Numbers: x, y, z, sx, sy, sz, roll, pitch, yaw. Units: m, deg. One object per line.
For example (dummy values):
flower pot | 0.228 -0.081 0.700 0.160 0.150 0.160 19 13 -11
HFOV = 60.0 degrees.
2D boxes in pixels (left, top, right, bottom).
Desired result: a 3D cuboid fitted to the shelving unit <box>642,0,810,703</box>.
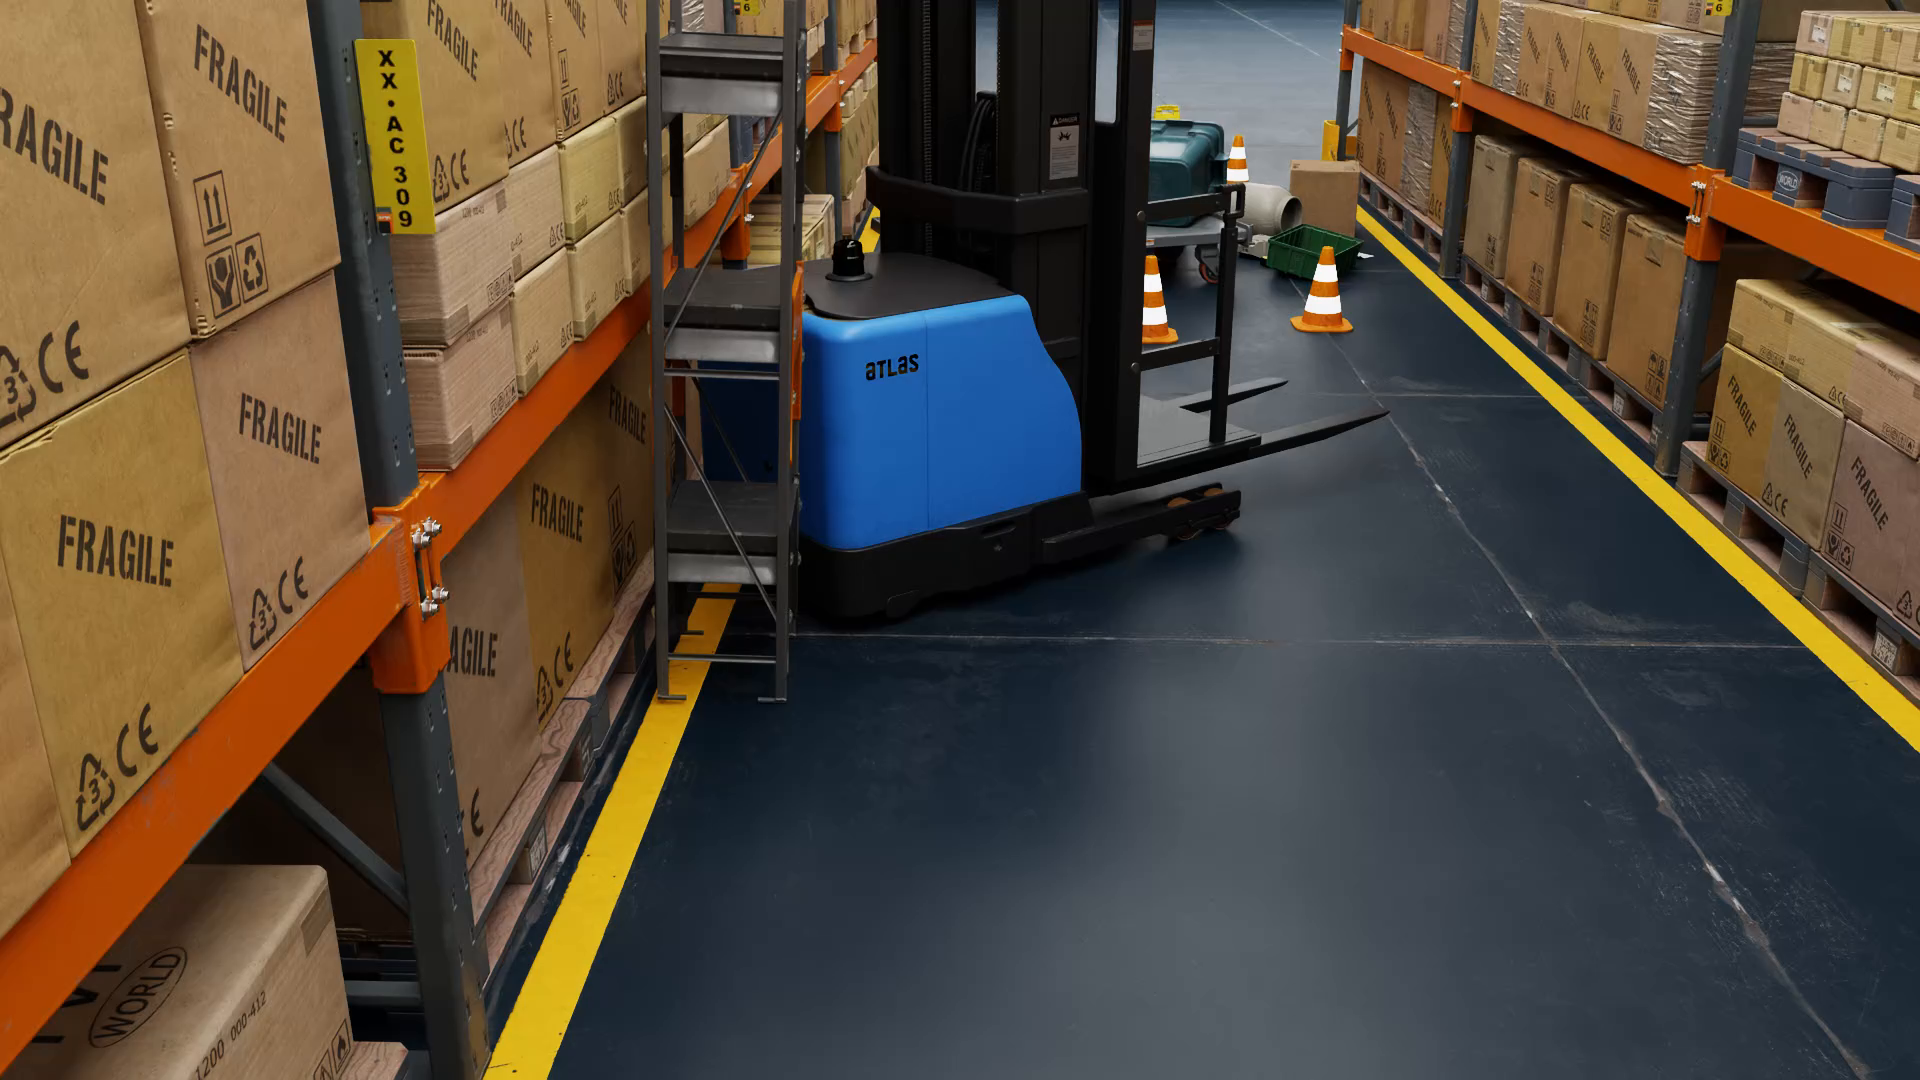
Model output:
shelving unit | -0.699 -0.565 5.051 0.431 2.100 0.503 2 21 -3

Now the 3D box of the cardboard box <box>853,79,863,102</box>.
cardboard box | -0.906 -3.249 12.044 0.380 0.149 0.250 2 21 5

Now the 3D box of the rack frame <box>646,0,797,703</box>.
rack frame | -0.691 -0.476 4.824 0.400 2.100 0.015 2 21 -3

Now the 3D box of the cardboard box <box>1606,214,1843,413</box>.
cardboard box | 3.661 -1.047 7.611 1.050 0.750 0.750 0 21 1

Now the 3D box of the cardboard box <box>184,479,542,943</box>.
cardboard box | -1.581 0.317 3.922 0.875 0.875 0.875 1 21 3

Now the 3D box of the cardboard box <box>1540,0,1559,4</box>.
cardboard box | 3.651 -3.275 9.301 0.700 0.500 0.500 0 21 1

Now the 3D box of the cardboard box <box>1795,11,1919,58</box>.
cardboard box | 3.344 -1.871 6.148 0.380 0.149 0.250 1 21 2

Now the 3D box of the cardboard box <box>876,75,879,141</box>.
cardboard box | -0.919 -3.563 13.748 0.500 0.500 0.500 1 21 2

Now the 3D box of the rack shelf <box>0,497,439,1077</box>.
rack shelf | -1.581 0.806 1.300 1.077 0.370 4.000 1 21 2

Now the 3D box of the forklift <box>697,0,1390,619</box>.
forklift | 0.502 -1.502 6.348 3.031 2.935 1.130 -15 26 -34

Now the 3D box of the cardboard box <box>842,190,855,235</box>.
cardboard box | -0.989 -2.270 11.452 0.500 0.250 0.500 0 21 -1

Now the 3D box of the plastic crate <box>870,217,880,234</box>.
plastic crate | -0.410 -2.343 12.457 0.402 0.080 0.583 -7 22 -17

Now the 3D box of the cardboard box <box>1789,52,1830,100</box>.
cardboard box | 3.337 -1.726 6.186 0.380 0.149 0.250 2 21 4

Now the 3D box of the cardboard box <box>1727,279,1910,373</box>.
cardboard box | 3.289 -0.815 6.320 0.500 0.250 0.500 0 21 -1

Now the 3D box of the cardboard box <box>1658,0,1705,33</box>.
cardboard box | 3.590 -2.539 7.405 0.700 0.500 0.500 0 21 1

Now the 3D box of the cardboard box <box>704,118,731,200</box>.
cardboard box | -1.154 -1.443 6.310 0.500 0.250 0.500 0 21 0

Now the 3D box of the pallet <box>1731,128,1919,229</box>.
pallet | 3.637 -1.333 6.083 1.213 0.211 1.003 1 21 2

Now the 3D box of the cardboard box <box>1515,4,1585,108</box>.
cardboard box | 3.356 -2.624 9.006 0.500 0.500 0.500 1 21 1

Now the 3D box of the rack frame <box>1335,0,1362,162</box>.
rack frame | 3.796 -4.574 14.170 1.000 3.000 0.127 1 21 2

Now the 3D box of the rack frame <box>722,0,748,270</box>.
rack frame | -1.399 -1.699 6.761 1.000 3.000 0.127 1 21 2

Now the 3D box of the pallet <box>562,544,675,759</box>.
pallet | -1.538 0.325 5.399 1.003 0.211 1.213 1 21 2

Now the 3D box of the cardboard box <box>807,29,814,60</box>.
cardboard box | -1.018 -2.754 9.247 0.380 0.149 0.250 1 21 2

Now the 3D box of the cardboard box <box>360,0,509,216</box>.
cardboard box | -1.219 -0.922 3.237 0.500 0.500 0.500 1 21 2

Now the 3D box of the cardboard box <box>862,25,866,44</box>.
cardboard box | -0.922 -3.874 12.713 0.380 0.149 0.250 0 21 1

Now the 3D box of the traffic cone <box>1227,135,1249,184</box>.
traffic cone | 2.360 -3.215 14.174 0.336 0.463 0.334 1 21 2

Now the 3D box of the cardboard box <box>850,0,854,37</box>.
cardboard box | -0.993 -3.668 11.287 0.500 0.500 0.500 1 21 1

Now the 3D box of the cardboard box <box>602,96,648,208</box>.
cardboard box | -1.182 -1.126 4.800 0.500 0.250 0.500 0 21 0

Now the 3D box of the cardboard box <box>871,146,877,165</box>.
cardboard box | -0.935 -3.023 13.394 0.500 0.250 0.500 1 21 2

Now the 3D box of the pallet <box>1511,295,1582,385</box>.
pallet | 3.691 -1.105 9.086 1.003 0.211 1.213 1 21 2

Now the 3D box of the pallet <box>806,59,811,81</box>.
pallet | -1.446 -2.781 9.815 1.003 0.211 1.213 1 21 2

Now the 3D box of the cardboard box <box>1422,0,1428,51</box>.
cardboard box | 3.801 -3.724 11.772 0.875 0.550 0.550 1 21 2

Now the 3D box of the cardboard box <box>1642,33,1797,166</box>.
cardboard box | 3.298 -1.894 7.124 0.500 0.500 0.500 1 21 2

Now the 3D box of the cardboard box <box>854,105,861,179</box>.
cardboard box | -0.985 -2.813 11.816 0.500 0.500 0.500 1 21 4

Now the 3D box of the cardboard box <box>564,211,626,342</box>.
cardboard box | -1.197 -0.711 4.423 0.500 0.250 0.500 0 21 1

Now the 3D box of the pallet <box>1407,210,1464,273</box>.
pallet | 3.775 -2.101 11.653 1.003 0.211 1.213 1 21 2

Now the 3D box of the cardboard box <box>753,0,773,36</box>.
cardboard box | -1.145 -2.429 7.512 0.500 0.500 0.500 2 21 4

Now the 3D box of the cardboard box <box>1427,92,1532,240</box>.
cardboard box | 3.763 -2.559 11.335 0.875 0.875 0.875 1 21 2

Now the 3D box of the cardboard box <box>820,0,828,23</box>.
cardboard box | -1.062 -3.357 9.904 0.500 0.500 0.500 0 21 1

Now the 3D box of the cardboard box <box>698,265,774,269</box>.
cardboard box | -1.357 -1.141 8.375 0.950 0.372 0.625 0 21 1

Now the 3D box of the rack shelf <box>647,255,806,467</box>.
rack shelf | -0.700 -0.552 5.056 0.431 0.518 0.480 2 21 -3

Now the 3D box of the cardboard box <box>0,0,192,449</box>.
cardboard box | -1.282 -0.409 1.915 0.500 0.500 0.500 0 21 1

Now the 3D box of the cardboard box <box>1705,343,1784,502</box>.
cardboard box | 3.276 -0.459 6.439 0.500 0.500 0.500 0 21 -1

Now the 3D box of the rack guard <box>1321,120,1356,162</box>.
rack guard | 3.796 -3.417 14.644 1.175 0.500 0.348 1 21 2

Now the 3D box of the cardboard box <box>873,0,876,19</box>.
cardboard box | -0.916 -4.397 13.164 0.500 0.500 0.500 1 21 2

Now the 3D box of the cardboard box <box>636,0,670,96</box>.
cardboard box | -1.182 -1.657 5.132 0.500 0.500 0.500 1 21 2

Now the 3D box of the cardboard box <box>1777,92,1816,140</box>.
cardboard box | 3.337 -1.600 6.273 0.380 0.149 0.250 0 21 1

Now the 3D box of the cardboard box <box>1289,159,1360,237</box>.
cardboard box | 2.695 -2.536 12.370 0.500 0.500 0.500 4 22 11
